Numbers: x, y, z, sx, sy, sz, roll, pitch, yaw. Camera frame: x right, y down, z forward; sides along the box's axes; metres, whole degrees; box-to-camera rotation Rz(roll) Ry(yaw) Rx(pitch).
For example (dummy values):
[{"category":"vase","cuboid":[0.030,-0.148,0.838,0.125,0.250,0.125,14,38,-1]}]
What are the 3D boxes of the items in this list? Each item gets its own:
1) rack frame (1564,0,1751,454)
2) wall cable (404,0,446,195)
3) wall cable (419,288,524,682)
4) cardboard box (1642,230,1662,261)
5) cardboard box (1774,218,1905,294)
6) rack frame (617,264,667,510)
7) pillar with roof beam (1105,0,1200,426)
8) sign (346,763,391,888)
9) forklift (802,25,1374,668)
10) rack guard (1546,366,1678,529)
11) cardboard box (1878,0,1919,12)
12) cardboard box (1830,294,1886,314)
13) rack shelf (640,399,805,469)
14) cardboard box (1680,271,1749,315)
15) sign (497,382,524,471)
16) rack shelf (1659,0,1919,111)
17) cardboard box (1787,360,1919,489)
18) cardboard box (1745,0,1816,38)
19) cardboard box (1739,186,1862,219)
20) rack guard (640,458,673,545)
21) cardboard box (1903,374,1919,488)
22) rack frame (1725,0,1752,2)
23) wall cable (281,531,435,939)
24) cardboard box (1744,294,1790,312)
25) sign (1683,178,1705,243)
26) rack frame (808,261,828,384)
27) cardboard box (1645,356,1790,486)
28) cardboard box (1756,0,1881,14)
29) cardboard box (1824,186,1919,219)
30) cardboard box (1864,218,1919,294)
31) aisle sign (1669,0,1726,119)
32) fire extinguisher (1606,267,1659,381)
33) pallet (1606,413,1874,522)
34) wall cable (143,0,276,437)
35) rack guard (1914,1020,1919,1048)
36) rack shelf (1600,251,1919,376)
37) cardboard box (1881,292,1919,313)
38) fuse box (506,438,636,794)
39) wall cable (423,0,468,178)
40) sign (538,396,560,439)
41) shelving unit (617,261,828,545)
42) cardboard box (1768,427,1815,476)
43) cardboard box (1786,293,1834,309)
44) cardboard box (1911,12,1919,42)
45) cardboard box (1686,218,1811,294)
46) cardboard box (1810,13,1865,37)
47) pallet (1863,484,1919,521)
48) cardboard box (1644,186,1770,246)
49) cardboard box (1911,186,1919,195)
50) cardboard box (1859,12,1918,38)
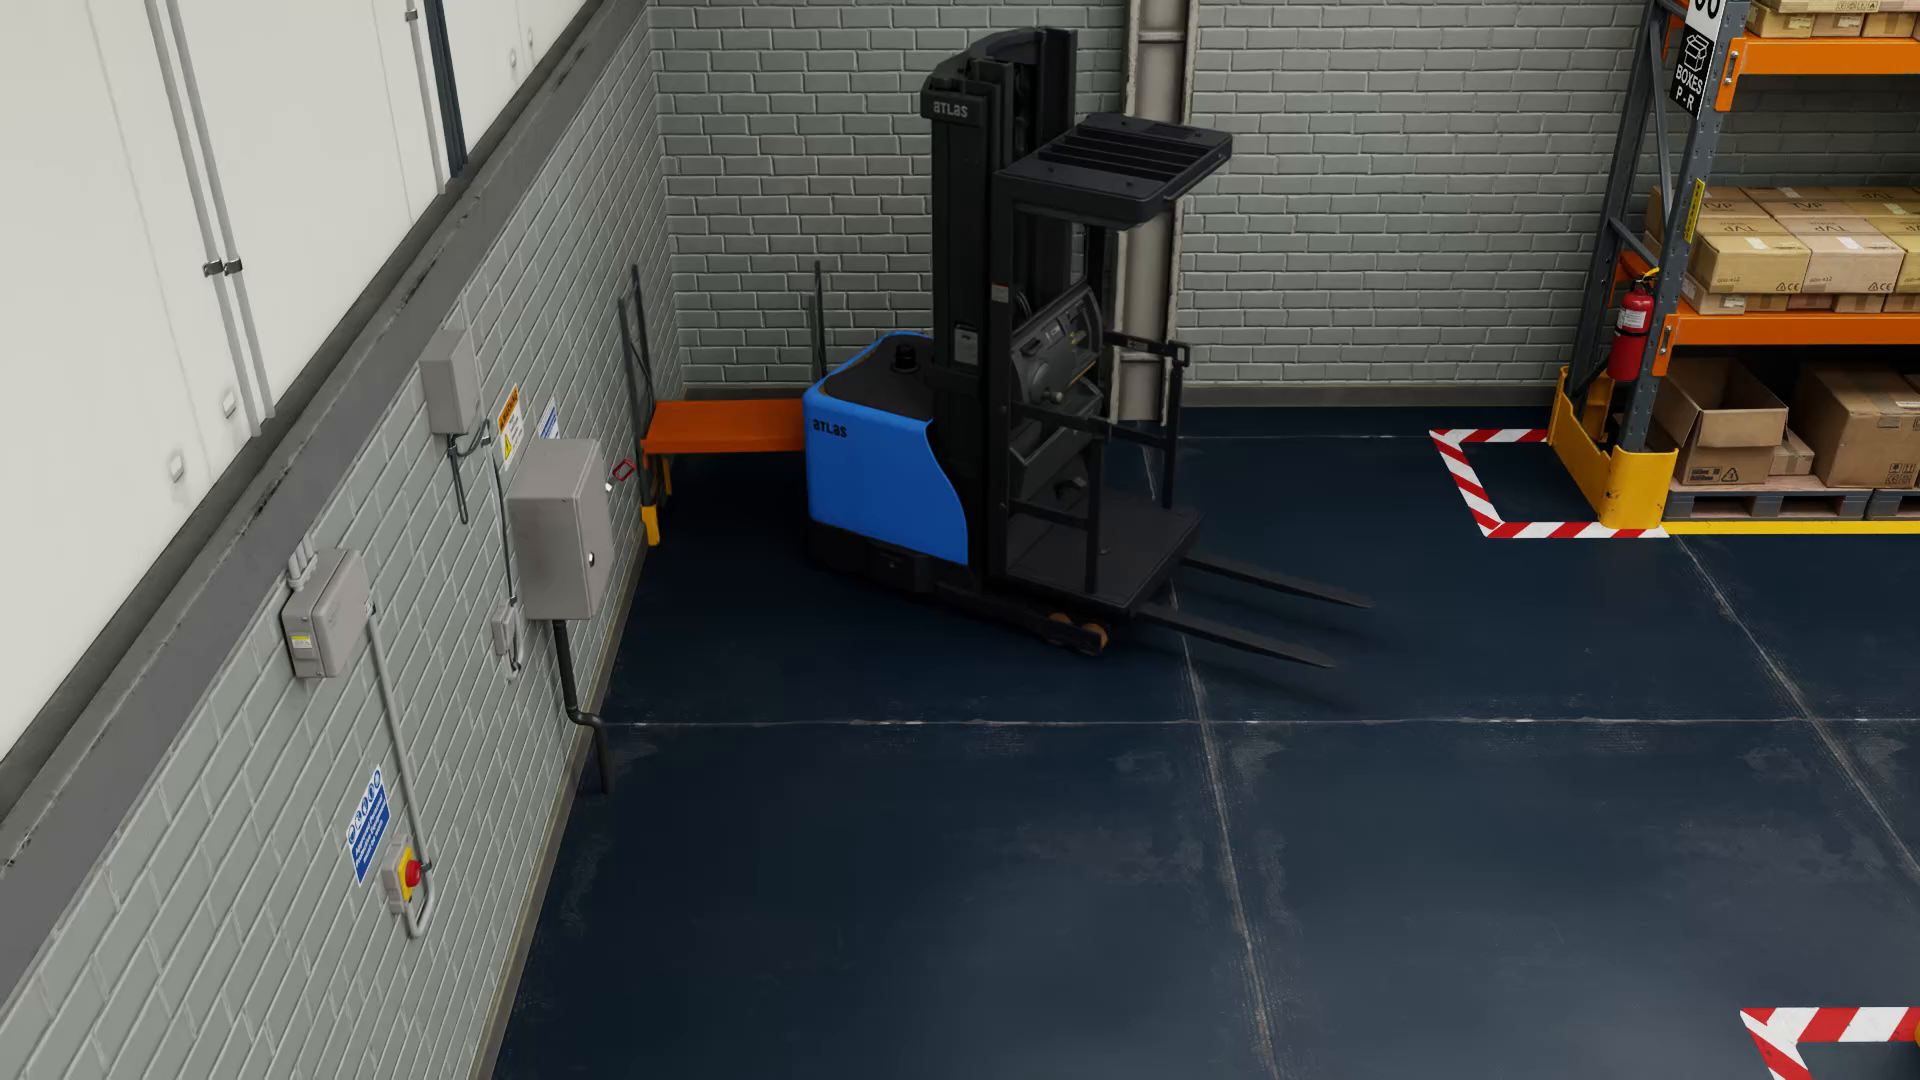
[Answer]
[{"category":"rack frame","cuboid":[3.868,-1.649,9.464,0.127,3.000,1.000,0,31,0]},{"category":"wall cable","cuboid":[-1.787,-1.865,4.038,0.029,3.000,2.355,0,31,0]},{"category":"wall cable","cuboid":[-1.757,-0.214,6.121,0.122,1.984,0.588,0,31,0]},{"category":"cardboard box","cuboid":[4.198,-1.681,9.761,0.250,0.149,0.380,-1,31,-1]},{"category":"cardboard box","cuboid":[4.827,-1.575,9.201,0.500,0.250,0.500,0,31,0]},{"category":"rack frame","cuboid":[-1.796,-0.766,9.450,0.032,1.500,0.500,-1,31,0]},{"category":"pillar with roof beam","cuboid":[1.192,-2.439,4.985,0.400,9.000,9.100,0,31,0]},{"category":"sign","cuboid":[-1.798,0.866,5.060,0.001,0.218,0.327,0,31,0]},{"category":"forklift","cuboid":[0.678,-0.969,8.410,3.031,2.935,1.130,16,35,25]},{"category":"rack guard","cuboid":[3.944,-0.580,10.113,0.348,0.500,1.175,0,31,0]},{"category":"cardboard box","cuboid":[4.821,-2.866,8.437,0.500,0.250,0.500,0,31,1]},{"category":"cardboard box","cuboid":[4.968,-1.413,9.318,0.250,0.149,0.380,1,31,1]},{"category":"rack shelf","cuboid":[-1.285,-0.622,9.540,1.000,0.185,0.538,-1,31,0]},{"category":"cardboard box","cuboid":[4.198,-1.400,9.297,0.250,0.149,0.380,0,31,-1]},{"category":"sign","cuboid":[-1.811,-0.458,6.706,0.001,0.242,0.339,0,31,0]},{"category":"rack shelf","cuboid":[5.868,-2.630,8.883,4.000,0.370,1.077,0,31,0]},{"category":"cardboard box","cuboid":[5.335,-0.695,9.897,0.500,0.500,0.700,1,31,2]},{"category":"cardboard box","cuboid":[4.188,-2.704,8.554,0.250,0.149,0.380,0,31,1]},{"category":"cardboard box","cuboid":[4.842,-1.852,9.657,0.500,0.250,0.500,0,31,0]},{"category":"rack guard","cuboid":[-1.783,-0.231,9.772,0.087,0.250,0.587,-1,31,0]},{"category":"cardboard box","cuboid":[5.864,-0.644,9.814,0.500,0.500,0.500,0,31,1]},{"category":"rack frame","cuboid":[3.868,-4.213,7.908,0.127,3.000,1.000,0,31,0]},{"category":"wall cable","cuboid":[-1.737,0.508,4.900,0.123,1.953,0.585,0,31,0]},{"category":"cardboard box","cuboid":[4.452,-1.425,9.338,0.250,0.149,0.380,1,31,1]},{"category":"sign","cuboid":[3.871,-1.737,8.776,0.005,0.325,0.100,0,31,0]},{"category":"rack frame","cuboid":[-0.780,-0.786,9.445,0.032,1.500,0.500,-1,31,0]},{"category":"cardboard box","cuboid":[4.480,-0.714,9.925,0.637,0.503,0.797,-1,31,-2]},{"category":"cardboard box","cuboid":[4.313,-2.854,8.417,0.500,0.250,0.500,-1,31,-1]},{"category":"cardboard box","cuboid":[5.337,-1.851,9.656,0.500,0.250,0.500,1,31,1]},{"category":"cardboard box","cuboid":[5.334,-1.578,9.206,0.500,0.250,0.500,-1,31,-1]},{"category":"aisle sign","cuboid":[3.801,-2.607,8.539,0.004,0.787,0.394,0,31,0]},{"category":"fire extinguisher","cuboid":[3.723,-1.216,9.185,0.183,0.674,0.296,0,31,0]},{"category":"pallet","cuboid":[4.741,-0.459,10.193,1.213,0.211,1.003,0,31,0]},{"category":"wall cable","cuboid":[-1.785,-1.475,3.395,0.029,3.000,0.463,0,31,0]},{"category":"rack guard","cuboid":[3.877,1.995,5.869,0.348,0.500,1.175,0,31,0]},{"category":"rack shelf","cuboid":[5.868,-1.347,9.661,4.000,0.370,1.077,0,31,0]},{"category":"cardboard box","cuboid":[5.233,-1.416,9.324,0.250,0.149,0.380,0,31,0]},{"category":"fuse box","cuboid":[-1.604,0.417,7.303,0.414,1.711,0.539,0,31,0]},{"category":"wall cable","cuboid":[-1.766,-3.326,6.410,0.133,3.039,2.988,0,31,0]},{"category":"sign","cuboid":[-1.814,-0.349,7.414,0.001,0.494,0.329,0,31,0]},{"category":"shelving unit","cuboid":[-1.297,-0.776,9.447,1.083,1.500,0.587,-1,31,0]},{"category":"cardboard box","cuboid":[4.905,-0.543,9.986,0.250,0.149,0.380,-1,31,-2]},{"category":"cardboard box","cuboid":[4.715,-1.444,9.369,0.250,0.149,0.380,-1,31,-1]},{"category":"cardboard box","cuboid":[4.956,-2.658,8.478,0.250,0.149,0.380,0,31,1]},{"category":"cardboard box","cuboid":[4.323,-1.573,9.198,0.500,0.250,0.500,0,31,0]},{"category":"cardboard box","cuboid":[4.450,-2.718,8.578,0.250,0.149,0.380,0,31,1]},{"category":"pallet","cuboid":[5.958,-0.462,10.197,1.213,0.211,1.003,0,31,0]},{"category":"cardboard box","cuboid":[4.326,-1.851,9.656,0.500,0.250,0.500,1,31,1]},{"category":"cardboard box","cuboid":[5.860,-1.852,9.658,0.500,0.250,0.500,0,31,0]},{"category":"cardboard box","cuboid":[4.707,-2.710,8.565,0.250,0.149,0.380,0,31,0]}]
